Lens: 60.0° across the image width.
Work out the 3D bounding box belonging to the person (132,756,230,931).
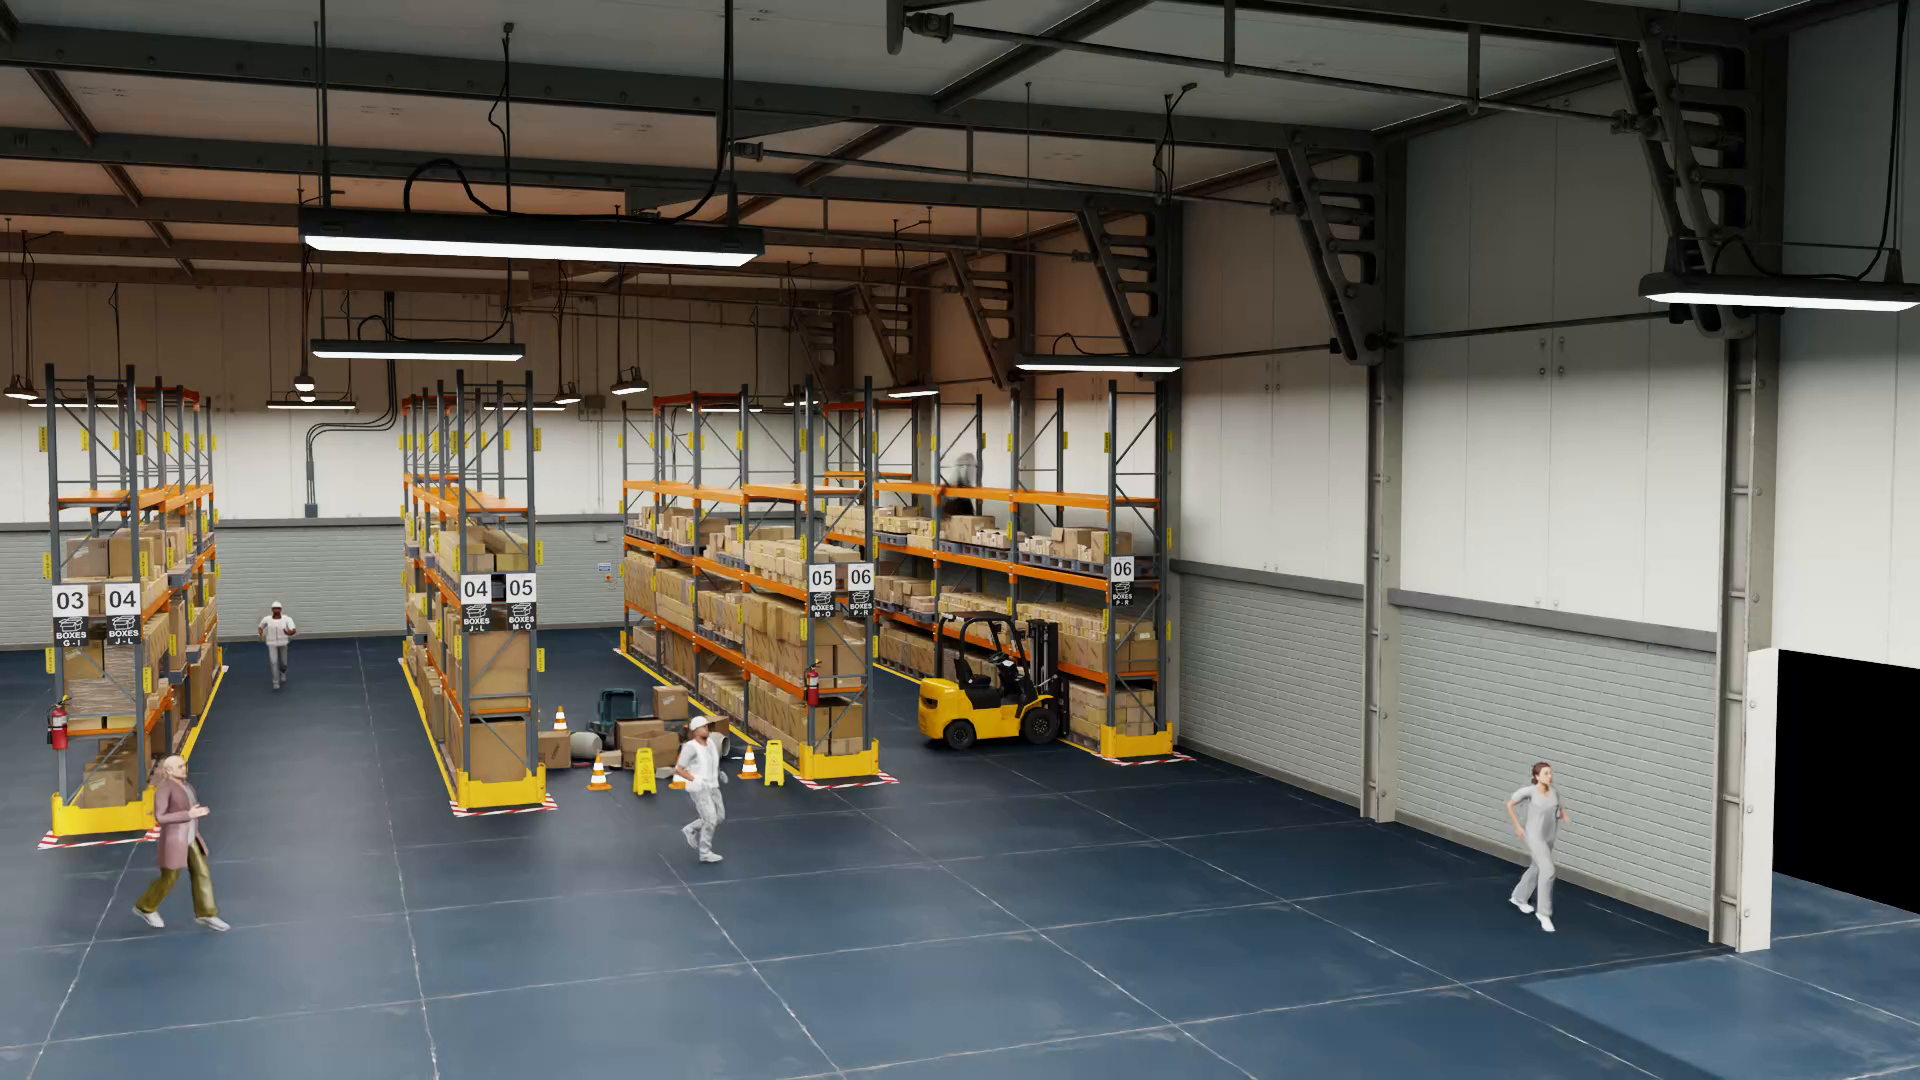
[{"bbox_3d":[-7.981,3.097,16.956,0.985,1.808,0.701,1,3,9],"label":"person"}]

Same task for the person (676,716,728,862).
[{"bbox_3d":[-3.116,2.971,19.908,0.634,1.732,0.682,2,4,26],"label":"person"}]

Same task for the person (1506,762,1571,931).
[{"bbox_3d":[6.042,3.161,17.361,0.553,1.723,0.764,-2,4,-26],"label":"person"}]

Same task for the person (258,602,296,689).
[{"bbox_3d":[-13.909,2.132,33.884,0.711,1.748,0.963,-1,4,-24],"label":"person"}]
